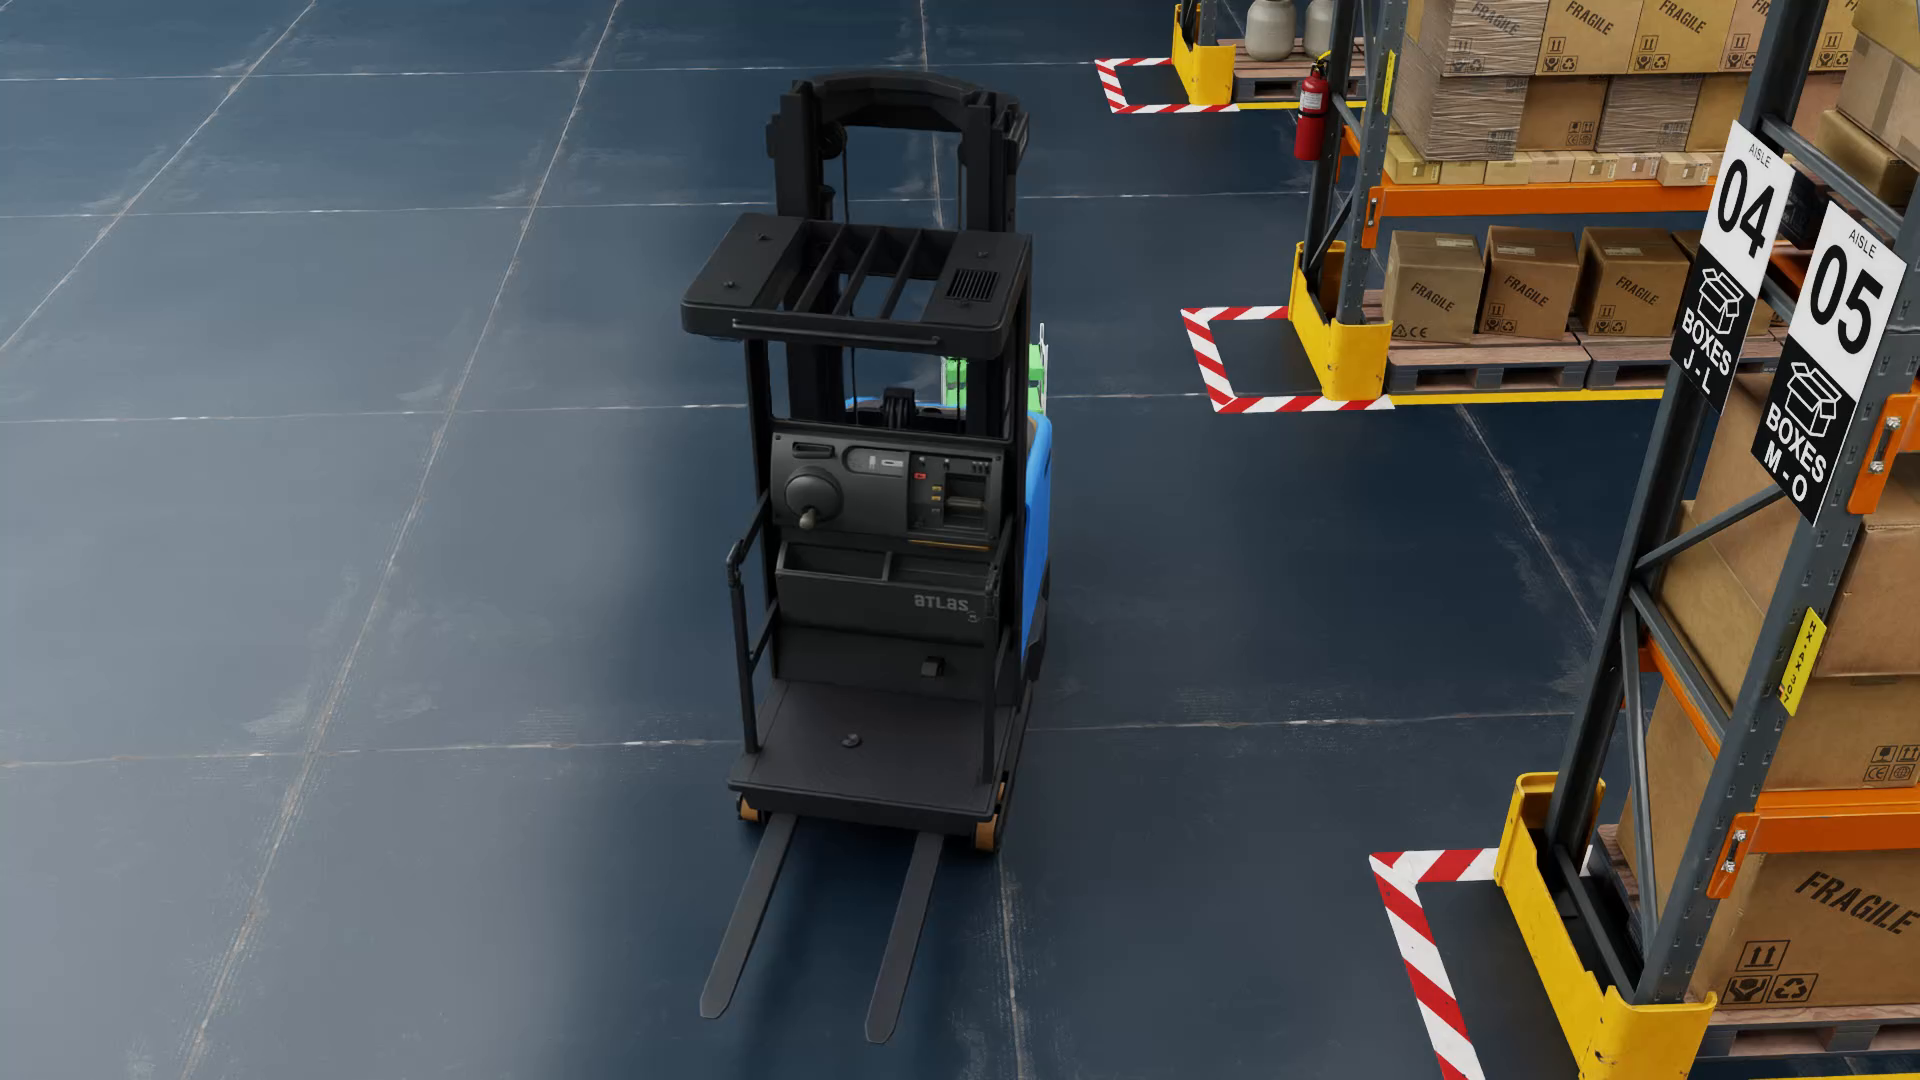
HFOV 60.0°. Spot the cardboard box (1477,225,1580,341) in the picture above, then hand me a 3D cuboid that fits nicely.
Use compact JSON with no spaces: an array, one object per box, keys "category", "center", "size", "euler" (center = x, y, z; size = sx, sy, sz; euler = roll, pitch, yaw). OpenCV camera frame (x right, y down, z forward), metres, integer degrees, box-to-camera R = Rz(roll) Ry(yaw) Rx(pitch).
[{"category":"cardboard box","center":[3.481,-1.585,10.232],"size":[0.500,0.500,0.500],"euler":[7,35,10]}]

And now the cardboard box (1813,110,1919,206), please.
[{"category":"cardboard box","center":[2.711,-1.121,4.862],"size":[0.250,0.149,0.380],"euler":[-2,35,-2]}]

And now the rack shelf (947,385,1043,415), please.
[{"category":"rack shelf","center":[0.165,-0.643,8.315],"size":[0.480,0.148,0.258],"euler":[-2,35,-2]}]

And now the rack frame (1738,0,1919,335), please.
[{"category":"rack frame","center":[2.395,-2.042,3.794],"size":[0.127,3.000,1.000],"euler":[-2,35,-2]}]

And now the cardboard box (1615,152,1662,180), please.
[{"category":"cardboard box","center":[3.806,-2.204,9.520],"size":[0.250,0.149,0.380],"euler":[-2,35,-2]}]

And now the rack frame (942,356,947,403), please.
[{"category":"rack frame","center":[-0.078,-0.491,8.405],"size":[0.015,1.200,0.240],"euler":[-2,35,-2]}]

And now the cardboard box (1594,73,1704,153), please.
[{"category":"cardboard box","center":[3.807,-2.631,9.566],"size":[0.500,0.500,0.875],"euler":[-2,35,-2]}]

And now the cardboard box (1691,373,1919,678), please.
[{"category":"cardboard box","center":[2.768,-0.069,5.133],"size":[0.550,0.550,0.875],"euler":[-2,35,-2]}]

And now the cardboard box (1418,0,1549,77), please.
[{"category":"cardboard box","center":[2.824,-2.832,8.979],"size":[0.500,0.500,0.500],"euler":[-2,35,-2]}]

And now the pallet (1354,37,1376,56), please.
[{"category":"pallet","center":[4.128,-4.145,14.554],"size":[1.213,0.211,1.003],"euler":[-2,35,-2]}]

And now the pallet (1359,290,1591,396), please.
[{"category":"pallet","center":[3.151,-1.255,10.378],"size":[1.213,0.211,1.003],"euler":[-2,35,-2]}]

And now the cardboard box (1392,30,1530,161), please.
[{"category":"cardboard box","center":[2.812,-2.560,9.464],"size":[0.500,0.500,0.875],"euler":[-2,35,-2]}]

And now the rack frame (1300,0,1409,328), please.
[{"category":"rack frame","center":[2.261,-2.398,9.579],"size":[0.127,3.000,1.000],"euler":[-2,35,-2]}]

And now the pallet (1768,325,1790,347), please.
[{"category":"pallet","center":[5.588,-1.321,10.473],"size":[1.213,0.211,1.003],"euler":[-2,35,-2]}]

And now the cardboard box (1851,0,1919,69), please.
[{"category":"cardboard box","center":[2.716,-1.449,4.636],"size":[0.250,0.149,0.380],"euler":[-1,35,-2]}]

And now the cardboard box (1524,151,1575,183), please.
[{"category":"cardboard box","center":[3.307,-2.179,9.484],"size":[0.250,0.149,0.380],"euler":[-2,35,-2]}]

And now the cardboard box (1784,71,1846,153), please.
[{"category":"cardboard box","center":[4.809,-2.628,9.562],"size":[0.500,0.500,0.875],"euler":[-2,35,-2]}]

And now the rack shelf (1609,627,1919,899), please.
[{"category":"rack shelf","center":[4.393,0.666,5.783],"size":[4.000,0.370,1.077],"euler":[-2,35,-2]}]

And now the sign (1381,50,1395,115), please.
[{"category":"sign","center":[2.287,-2.445,8.887],"size":[0.005,0.325,0.100],"euler":[-2,35,-2]}]

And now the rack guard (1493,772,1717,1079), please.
[{"category":"rack guard","center":[2.371,1.453,6.211],"size":[0.348,0.500,1.175],"euler":[-2,35,-2]}]

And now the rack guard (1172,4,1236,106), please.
[{"category":"rack guard","center":[2.101,-4.214,14.400],"size":[0.348,0.500,1.175],"euler":[-2,35,-2]}]

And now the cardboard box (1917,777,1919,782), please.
[{"category":"cardboard box","center":[3.312,0.300,5.549],"size":[0.550,0.550,0.875],"euler":[-2,35,-2]}]

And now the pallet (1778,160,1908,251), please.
[{"category":"pallet","center":[3.136,-0.798,4.710],"size":[1.213,0.211,1.003],"euler":[-2,35,-2]}]

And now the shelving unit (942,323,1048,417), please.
[{"category":"shelving unit","center":[0.165,-0.498,8.415],"size":[0.503,1.200,0.258],"euler":[-2,35,-2]}]

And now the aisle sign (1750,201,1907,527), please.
[{"category":"aisle sign","center":[2.339,-0.472,4.512],"size":[0.004,0.787,0.394],"euler":[-2,35,-2]}]

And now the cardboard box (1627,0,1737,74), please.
[{"category":"cardboard box","center":[3.823,-2.856,9.013],"size":[0.500,0.500,0.500],"euler":[-2,35,-2]}]

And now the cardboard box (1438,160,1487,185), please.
[{"category":"cardboard box","center":[2.808,-2.162,9.459],"size":[0.250,0.149,0.380],"euler":[-2,35,-2]}]

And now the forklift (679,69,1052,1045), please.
[{"category":"forklift","center":[-0.326,-0.142,6.379],"size":[1.130,2.935,3.031],"euler":[6,35,8]}]

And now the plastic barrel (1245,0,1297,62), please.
[{"category":"plastic barrel","center":[2.681,-4.424,14.324],"size":[0.421,0.512,0.421],"euler":[0,35,0]}]

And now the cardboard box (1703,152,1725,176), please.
[{"category":"cardboard box","center":[4.304,-2.234,9.563],"size":[0.250,0.149,0.380],"euler":[-2,35,-2]}]

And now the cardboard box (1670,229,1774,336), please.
[{"category":"cardboard box","center":[4.667,-1.581,10.226],"size":[0.500,0.500,0.500],"euler":[-4,35,-6]}]

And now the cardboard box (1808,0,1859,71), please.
[{"category":"cardboard box","center":[4.822,-2.884,9.054],"size":[0.500,0.500,0.500],"euler":[-2,35,-2]}]
